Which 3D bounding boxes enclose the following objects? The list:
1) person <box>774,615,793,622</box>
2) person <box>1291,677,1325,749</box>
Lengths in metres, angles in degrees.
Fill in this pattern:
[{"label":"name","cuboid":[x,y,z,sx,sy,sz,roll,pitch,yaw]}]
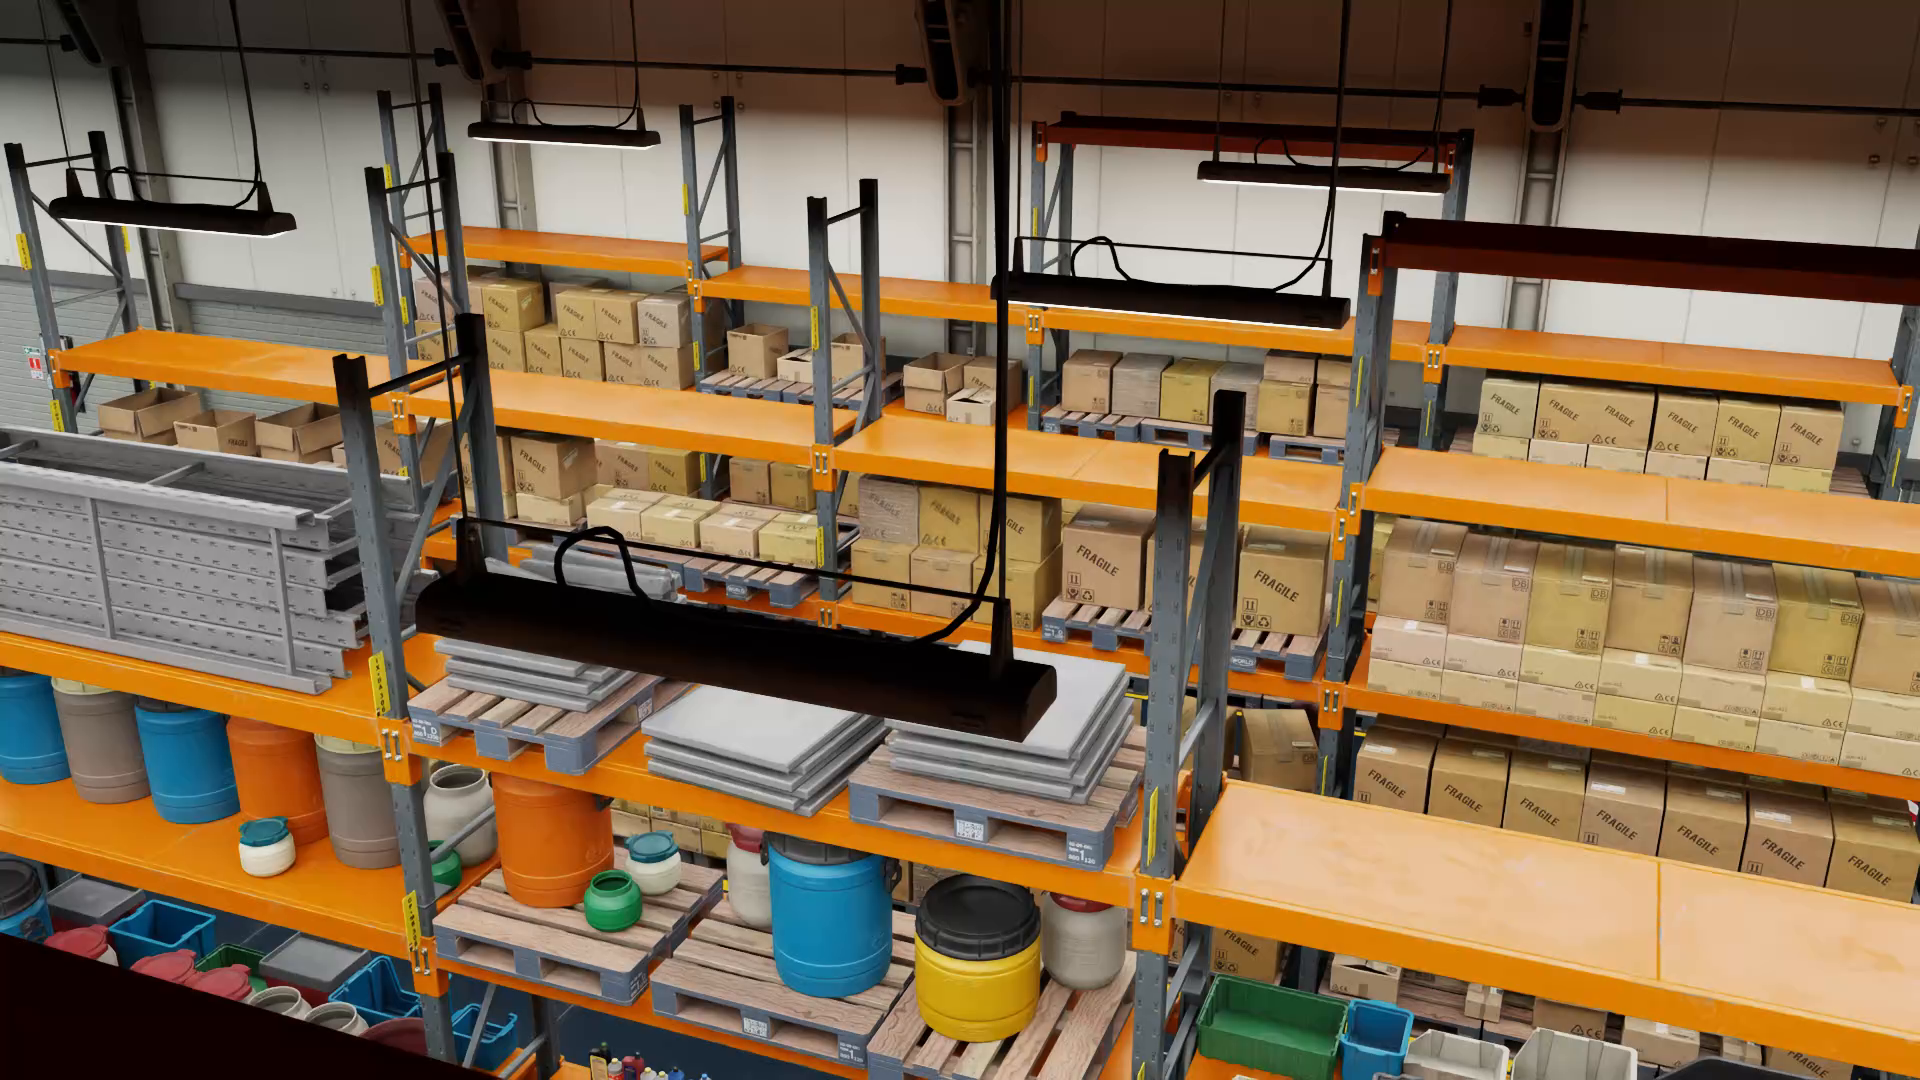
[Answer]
[{"label":"person","cuboid":[-1.607,1.480,16.332,0.487,1.581,0.503,4,21,11]},{"label":"person","cuboid":[3.119,1.897,14.922,0.626,1.779,0.563,-17,27,-37]}]
